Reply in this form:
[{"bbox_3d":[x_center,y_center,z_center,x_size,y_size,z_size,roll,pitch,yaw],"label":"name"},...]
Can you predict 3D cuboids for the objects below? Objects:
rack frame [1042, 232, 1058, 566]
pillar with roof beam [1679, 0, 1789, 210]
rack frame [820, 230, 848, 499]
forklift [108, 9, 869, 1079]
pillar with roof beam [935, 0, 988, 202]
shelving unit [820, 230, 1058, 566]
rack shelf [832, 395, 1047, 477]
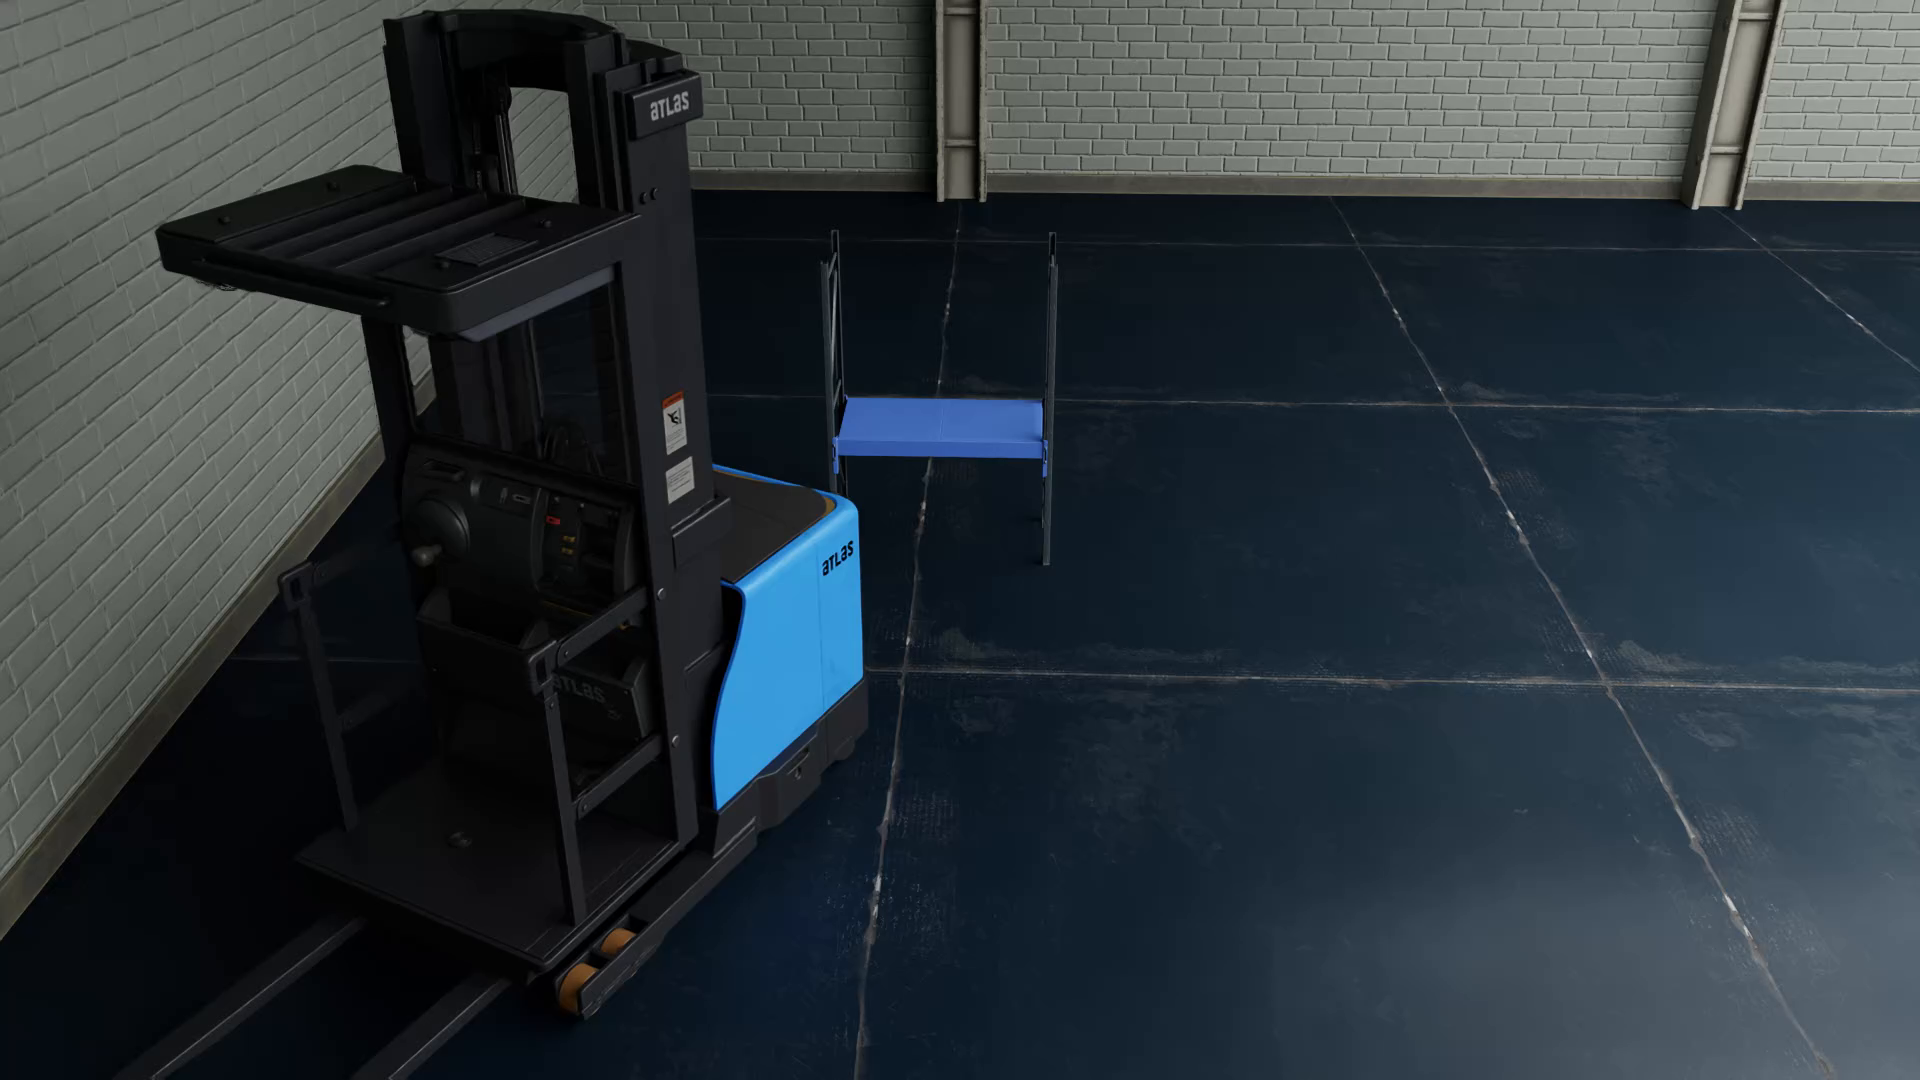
[{"bbox_3d":[0.423,-0.656,7.886,0.032,1.500,0.500,1,28,2],"label":"rack frame"},{"bbox_3d":[5.859,-4.658,7.429,0.400,9.000,9.100,1,28,2],"label":"pillar with roof beam"},{"bbox_3d":[-0.593,-0.672,7.917,0.032,1.500,0.500,1,28,2],"label":"rack frame"},{"bbox_3d":[-1.513,-0.002,5.125,1.130,2.935,3.031,14,31,25],"label":"forklift"},{"bbox_3d":[-0.137,-4.757,7.616,0.400,9.000,9.100,1,28,2],"label":"pillar with roof beam"},{"bbox_3d":[-0.085,-0.664,7.901,1.048,1.500,0.538,1,28,2],"label":"shelving unit"},{"bbox_3d":[-0.085,-0.505,7.986,1.000,0.185,0.538,1,28,2],"label":"rack shelf"}]
